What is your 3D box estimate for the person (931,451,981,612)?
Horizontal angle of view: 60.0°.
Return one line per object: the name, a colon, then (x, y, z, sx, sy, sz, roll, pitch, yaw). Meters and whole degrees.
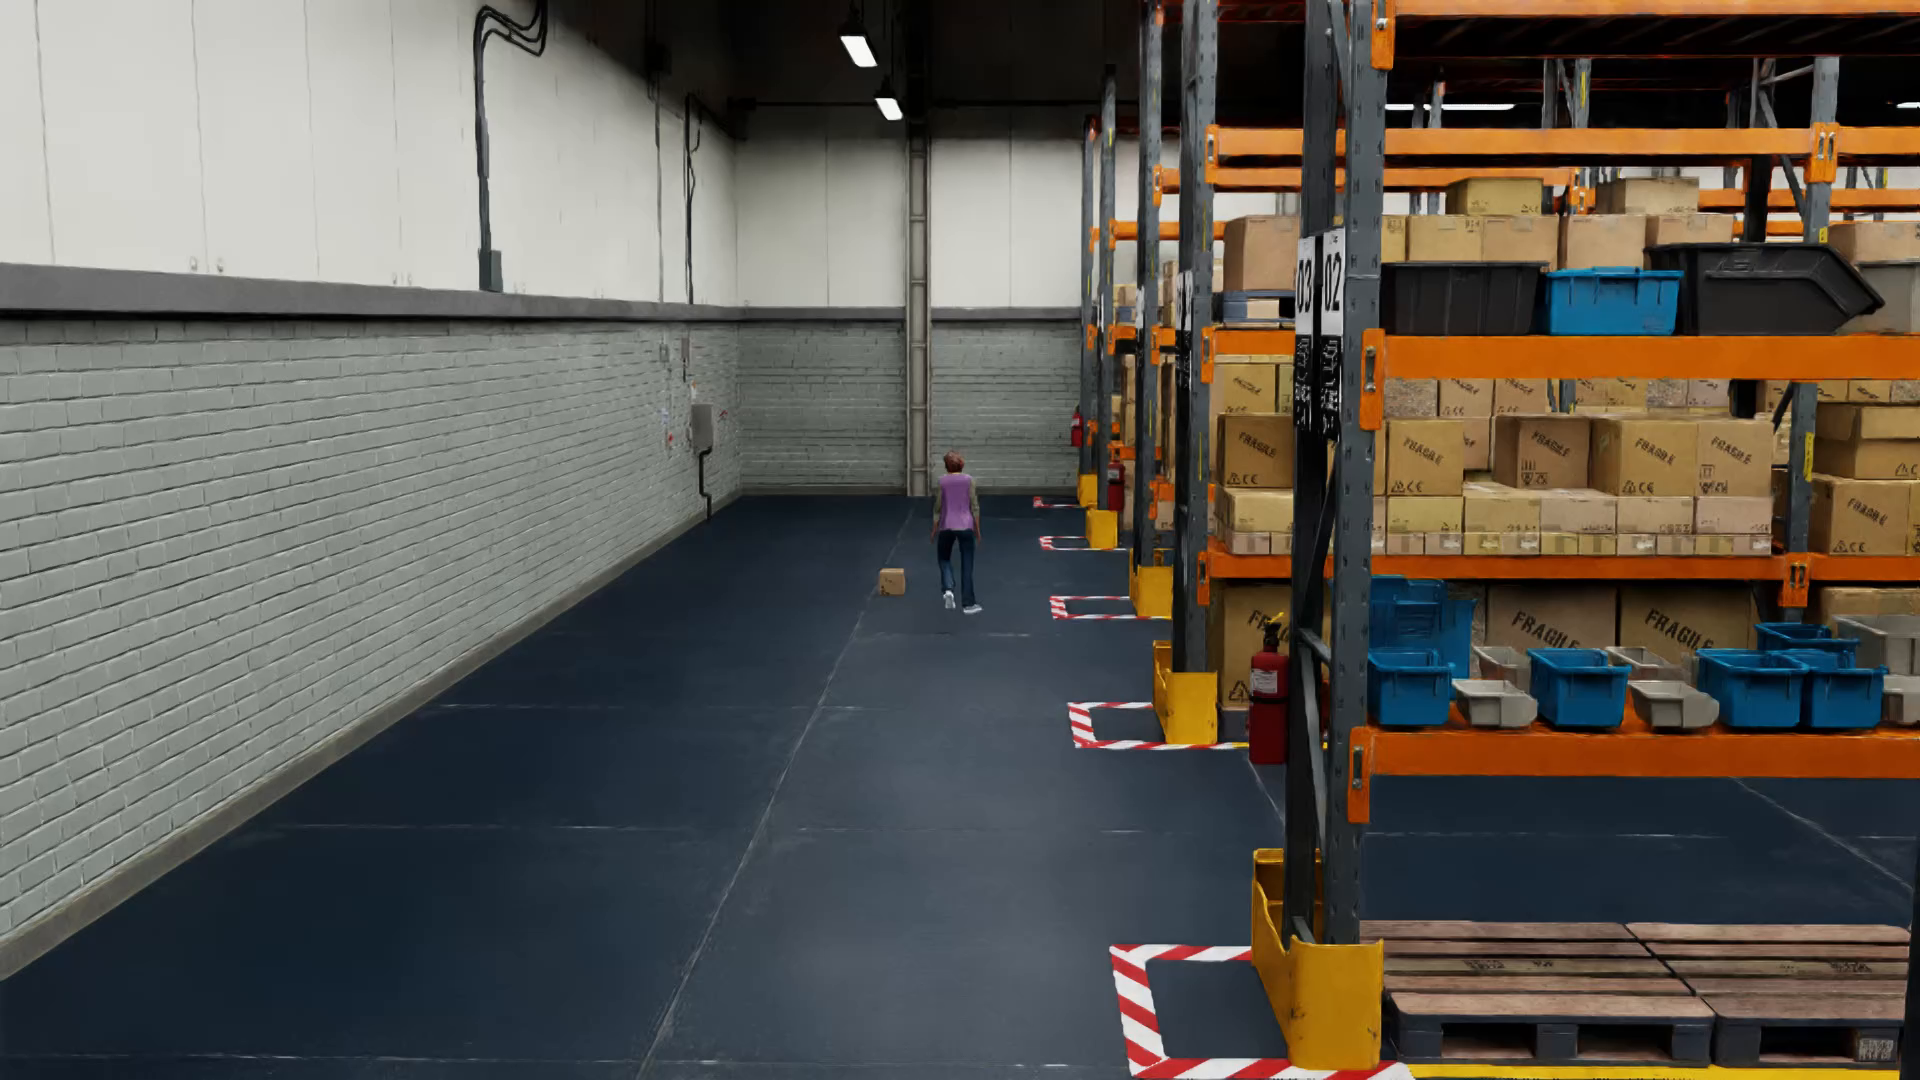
person: (-0.046, -0.079, 16.283, 0.493, 1.588, 0.420, 1, 7, 5)
